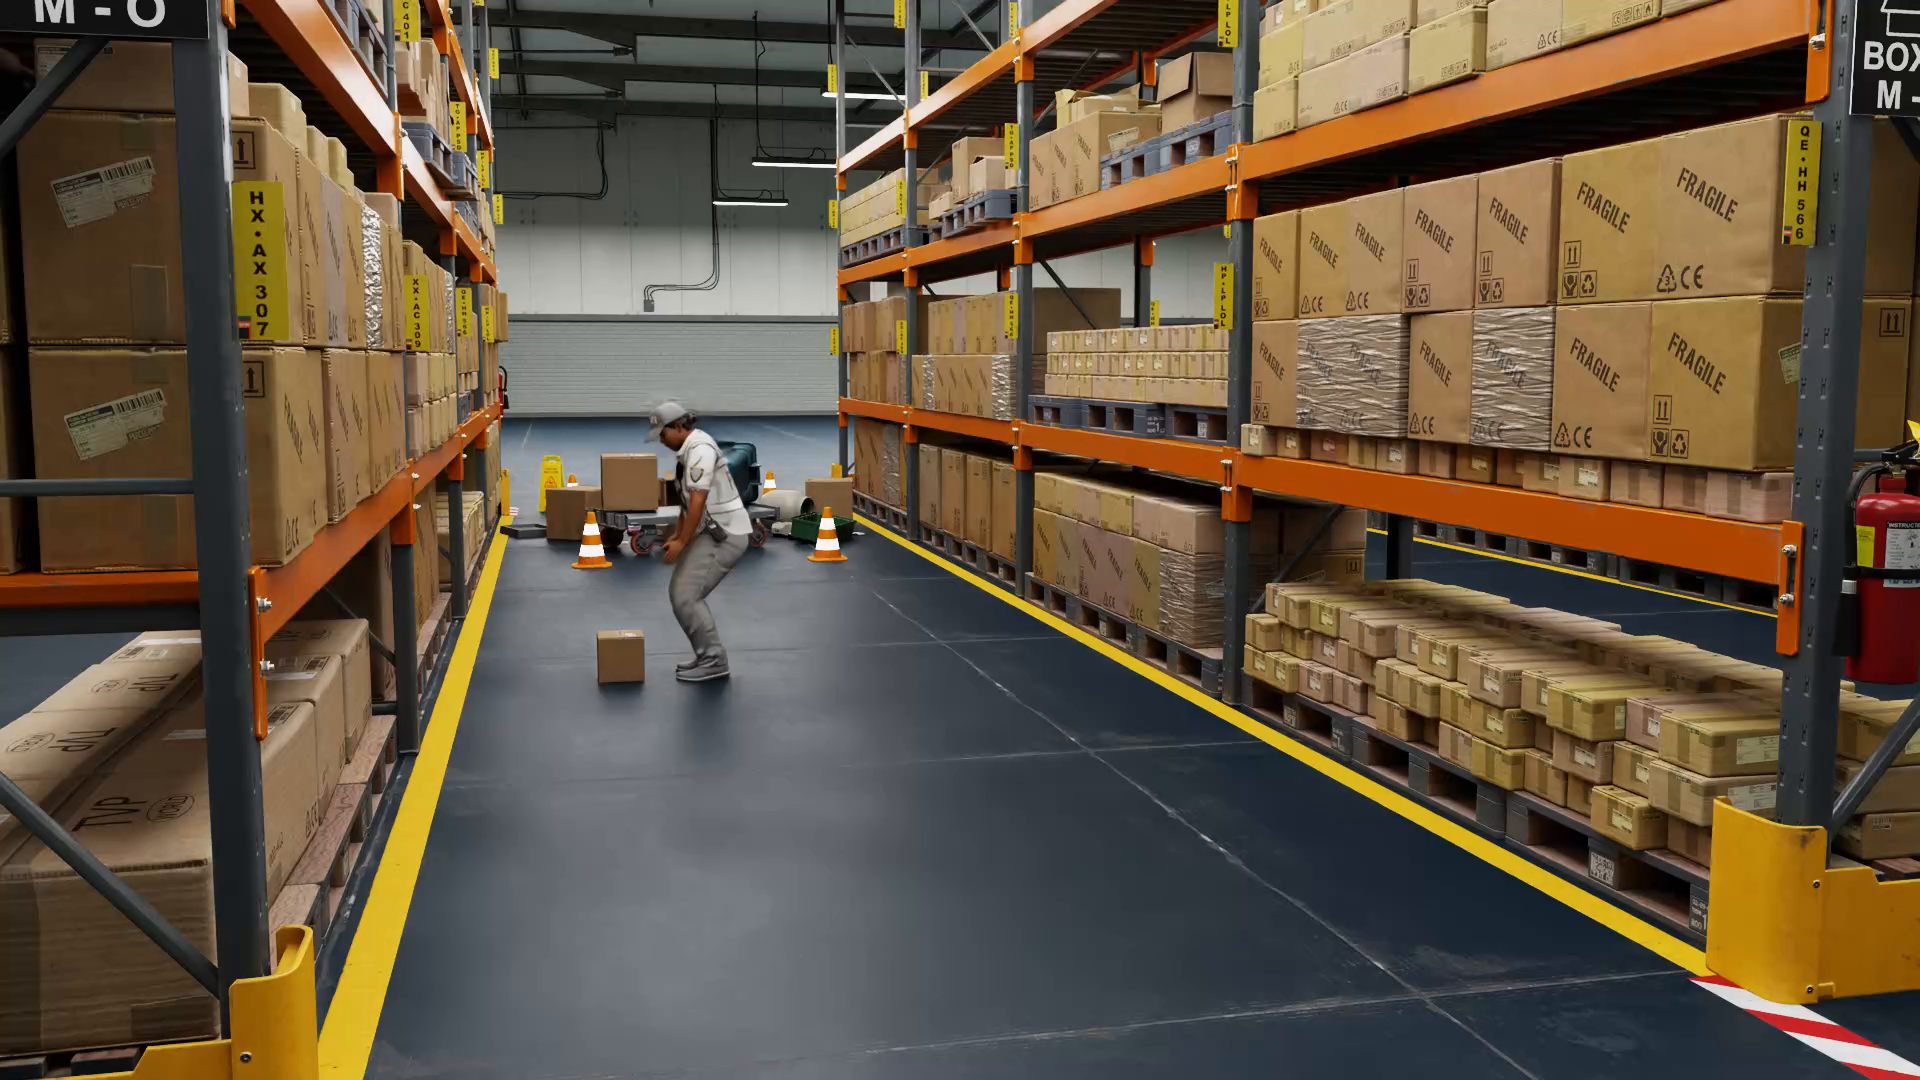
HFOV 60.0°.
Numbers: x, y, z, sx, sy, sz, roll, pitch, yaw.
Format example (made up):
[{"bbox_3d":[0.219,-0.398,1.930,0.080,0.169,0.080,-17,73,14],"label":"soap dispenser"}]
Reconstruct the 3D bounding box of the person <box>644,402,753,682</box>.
[{"bbox_3d":[-1.476,0.005,9.262,0.539,1.541,0.519,-1,6,-13],"label":"person"}]
